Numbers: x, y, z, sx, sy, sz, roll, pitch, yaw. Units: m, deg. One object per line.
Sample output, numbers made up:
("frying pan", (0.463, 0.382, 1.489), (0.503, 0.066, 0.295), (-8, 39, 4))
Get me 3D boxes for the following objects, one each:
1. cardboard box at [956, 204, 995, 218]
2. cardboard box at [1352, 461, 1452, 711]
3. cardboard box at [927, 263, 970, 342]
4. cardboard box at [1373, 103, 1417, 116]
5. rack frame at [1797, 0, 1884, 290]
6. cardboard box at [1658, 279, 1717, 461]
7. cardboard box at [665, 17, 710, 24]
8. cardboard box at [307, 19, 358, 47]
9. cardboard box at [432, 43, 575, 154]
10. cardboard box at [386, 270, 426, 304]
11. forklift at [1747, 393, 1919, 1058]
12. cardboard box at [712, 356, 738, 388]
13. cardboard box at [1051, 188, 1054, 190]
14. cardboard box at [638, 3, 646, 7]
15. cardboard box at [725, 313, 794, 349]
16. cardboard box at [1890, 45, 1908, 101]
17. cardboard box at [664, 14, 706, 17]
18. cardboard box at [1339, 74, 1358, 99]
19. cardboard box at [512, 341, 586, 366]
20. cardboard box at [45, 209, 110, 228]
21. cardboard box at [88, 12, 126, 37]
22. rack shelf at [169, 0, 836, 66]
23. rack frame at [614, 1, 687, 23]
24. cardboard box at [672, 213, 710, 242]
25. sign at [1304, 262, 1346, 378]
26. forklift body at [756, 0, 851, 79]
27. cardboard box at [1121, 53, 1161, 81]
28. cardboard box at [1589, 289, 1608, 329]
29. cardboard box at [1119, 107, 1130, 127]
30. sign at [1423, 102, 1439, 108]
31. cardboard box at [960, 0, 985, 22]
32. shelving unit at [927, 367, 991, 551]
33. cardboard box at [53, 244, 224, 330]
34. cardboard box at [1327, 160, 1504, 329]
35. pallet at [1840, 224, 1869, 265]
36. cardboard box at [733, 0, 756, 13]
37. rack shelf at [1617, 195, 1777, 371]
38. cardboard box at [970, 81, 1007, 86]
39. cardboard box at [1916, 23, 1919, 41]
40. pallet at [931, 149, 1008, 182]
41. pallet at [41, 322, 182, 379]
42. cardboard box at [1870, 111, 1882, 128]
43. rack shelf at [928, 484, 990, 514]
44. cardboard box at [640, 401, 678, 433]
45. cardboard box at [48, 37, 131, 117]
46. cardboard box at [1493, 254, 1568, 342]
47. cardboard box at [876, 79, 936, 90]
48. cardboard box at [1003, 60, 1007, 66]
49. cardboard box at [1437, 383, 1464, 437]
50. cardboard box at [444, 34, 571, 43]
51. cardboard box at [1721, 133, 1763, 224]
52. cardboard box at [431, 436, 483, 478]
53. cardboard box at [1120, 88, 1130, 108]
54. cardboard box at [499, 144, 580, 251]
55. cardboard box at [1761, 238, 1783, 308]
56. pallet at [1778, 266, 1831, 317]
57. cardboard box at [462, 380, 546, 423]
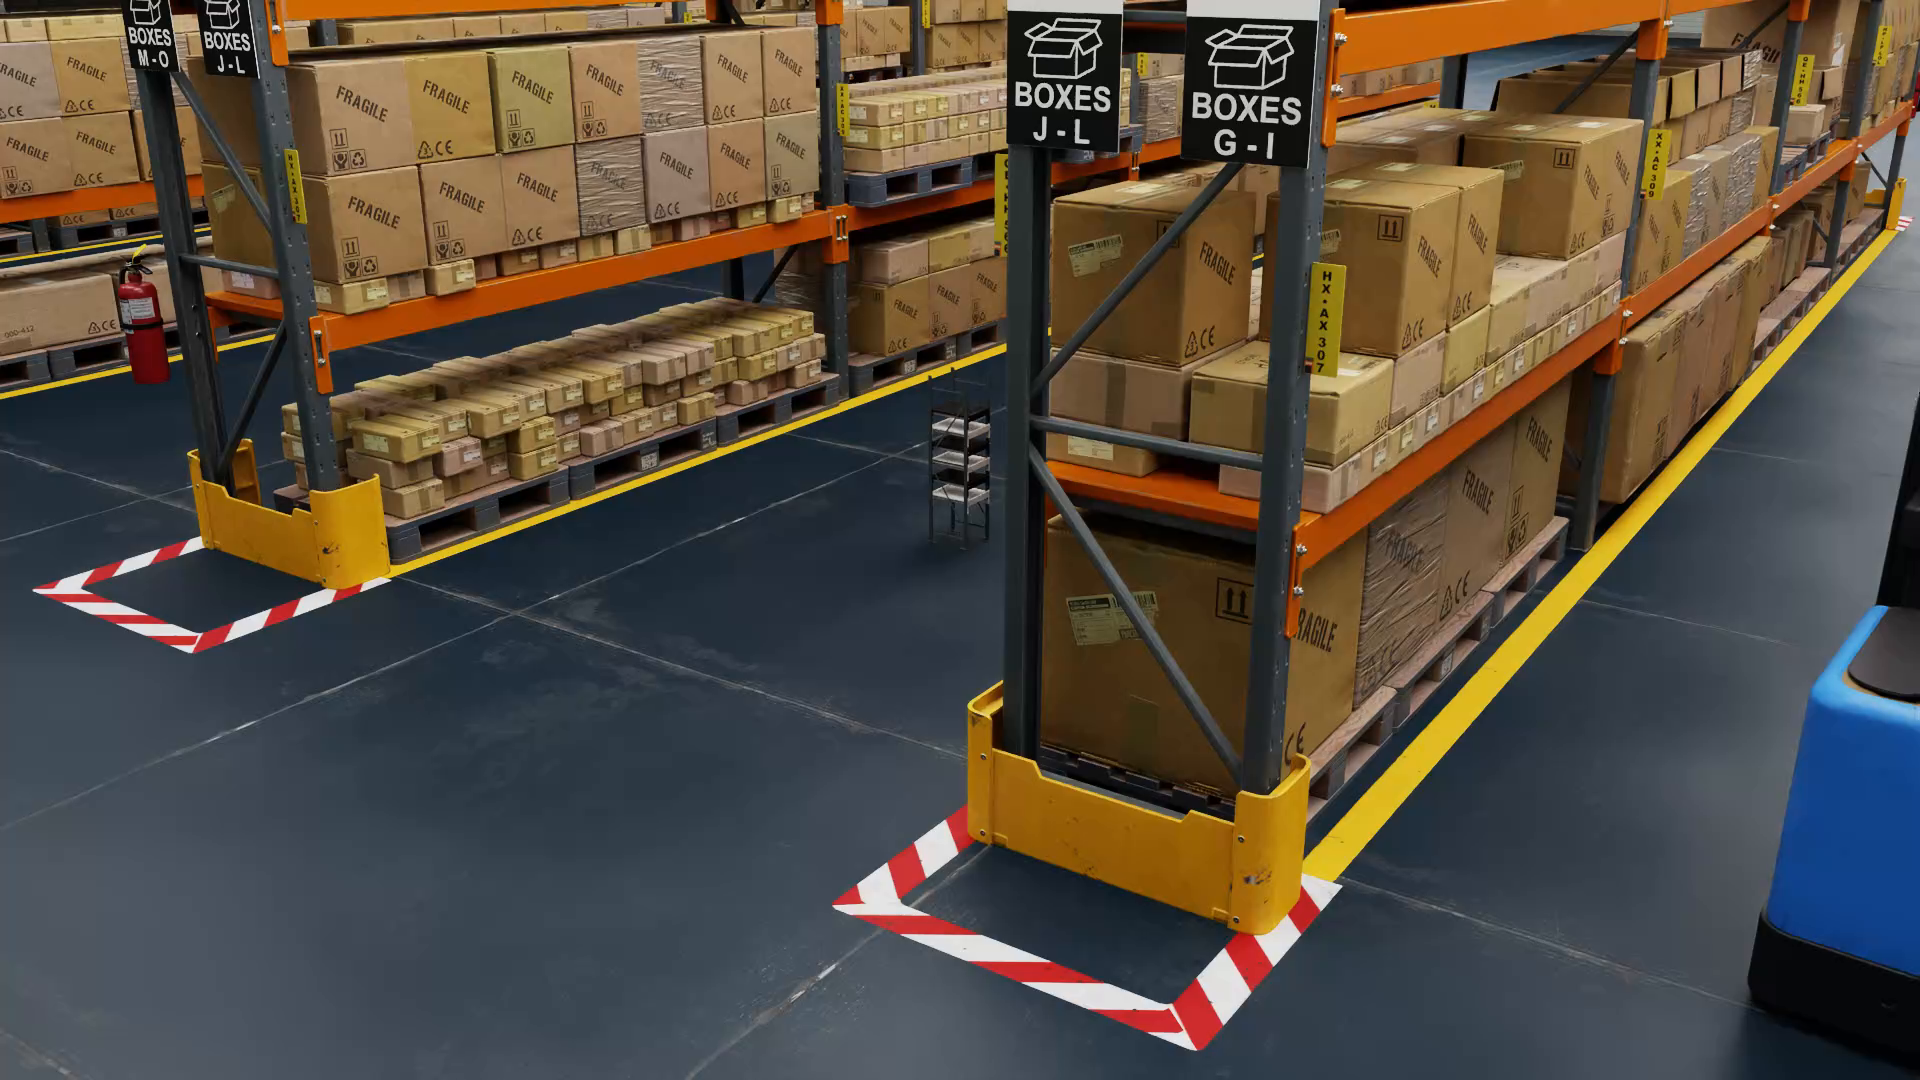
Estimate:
("cardboard box", (0.306, -2.430, 12.927), (0.500, 0.250, 0.500), (14, 24, 33))
("cardboard box", (1.400, 0.040, 6.789), (0.875, 0.875, 0.875), (13, 24, 32))
("cardboard box", (-0.271, -1.780, 12.251), (0.500, 0.500, 0.500), (15, 25, 34))
("cardboard box", (4.724, -4.626, 19.405), (0.875, 0.875, 0.875), (13, 24, 31))
("rack frame", (7.341, -3.742, 14.557), (1.000, 3.000, 0.127), (13, 24, 32))
("cardboard box", (3.688, -1.091, 9.848), (1.225, 0.875, 0.875), (12, 24, 30))
("cardboard box", (-2.659, -4.994, 16.765), (0.500, 0.500, 0.500), (12, 24, 30))
("cardboard box", (-5.309, -4.072, 13.865), (0.500, 0.500, 0.500), (14, 25, 34))
("cardboard box", (-2.389, -2.318, 8.695), (0.500, 0.500, 0.500), (13, 24, 31))
("cardboard box", (-2.888, -1.287, 8.284), (0.380, 0.149, 0.250), (14, 25, 34))
("forklift", (3.657, -0.262, 5.249), (1.130, 2.935, 3.031), (15, 25, 36))
("cardboard box", (-1.616, -1.077, 10.427), (0.380, 0.149, 0.250), (14, 24, 32))
("cardboard box", (0.459, -2.816, 13.971), (0.500, 0.250, 0.500), (12, 23, 29))
("cardboard box", (-4.480, -7.262, 22.565), (0.380, 0.149, 0.250), (14, 24, 33))
("cardboard box", (-1.297, -1.348, 10.731), (0.380, 0.149, 0.250), (14, 24, 32))
("cardboard box", (8.759, -4.622, 16.363), (0.875, 0.500, 0.500), (13, 24, 32))
("cardboard box", (-2.797, -5.245, 17.444), (0.500, 0.500, 0.500), (13, 24, 31))
("cardboard box", (3.783, -5.079, 17.956), (0.875, 0.550, 0.550), (13, 24, 32))
("cardboard box", (-2.466, -1.080, 10.007), (0.380, 0.149, 0.250), (13, 24, 32))
("cardboard box", (-9.002, -3.466, 16.808), (0.500, 0.500, 0.500), (15, 25, 34))
("cardboard box", (-6.033, -3.694, 11.908), (0.380, 0.149, 0.250), (13, 24, 31))
("rack shelf", (-2.326, -2.938, 9.098), (1.077, 0.370, 4.000), (13, 24, 32))
("rack frame", (-3.104, -4.527, 16.679), (1.000, 3.000, 0.127), (13, 24, 32))
("cardboard box", (-1.716, -1.884, 9.897), (0.380, 0.149, 0.250), (12, 23, 30))
("sign", (1.051, -0.632, 4.788), (0.100, 0.325, 0.005), (13, 24, 32))
("forklift body", (-2.271, -6.491, 23.213), (2.313, 2.155, 1.214), (13, 24, 32))
("cardboard box", (1.307, -4.233, 14.300), (0.700, 0.500, 0.500), (13, 24, 32))
("cardboard box", (2.798, -1.103, 7.786), (0.380, 0.149, 0.250), (14, 24, 33))
("cardboard box", (1.150, -3.438, 13.494), (0.380, 0.149, 0.250), (14, 24, 33))
("sign", (2.389, -2.055, 8.443), (0.100, 0.325, 0.005), (13, 24, 32))
("cardboard box", (-0.123, -6.556, 20.151), (0.700, 0.500, 0.500), (13, 24, 32))
("shelving unit", (-0.005, -0.420, 8.603), (0.258, 0.900, 0.210), (13, 24, 32))
("cardboard box", (-6.297, -1.958, 12.823), (0.875, 0.438, 0.875), (12, 24, 30))
("cardboard box", (1.655, -1.098, 6.116), (0.500, 0.500, 0.500), (13, 24, 30))
("pallet", (8.374, -2.985, 16.531), (1.003, 0.211, 1.213), (13, 24, 32))
("cardboard box", (-2.418, -5.739, 17.843), (0.380, 0.149, 0.250), (12, 23, 29))
("rack shelf", (3.968, -1.683, 10.028), (1.077, 0.370, 4.000), (13, 24, 32))
("cardboard box", (0.275, -3.274, 12.190), (0.380, 0.149, 0.250), (14, 25, 33))
("cardboard box", (9.484, -5.339, 16.861), (0.500, 0.500, 0.500), (13, 24, 32))
("pallet", (-0.032, -2.925, 12.624), (1.003, 0.211, 1.213), (13, 24, 32))
("pallet", (-6.530, -1.517, 12.562), (1.003, 0.211, 1.213), (13, 24, 32))
("cardboard box", (8.286, -3.911, 15.376), (0.380, 0.149, 0.250), (13, 24, 32))
("rack shelf", (-0.005, -0.220, 8.677), (0.258, 0.077, 0.200), (13, 24, 32))
("cardboard box", (-1.924, -0.765, 10.013), (0.380, 0.149, 0.250), (14, 24, 33))
("cardboard box", (-6.248, -3.272, 11.701), (0.500, 0.500, 0.500), (13, 24, 32))
("cardboard box", (2.237, -1.042, 7.047), (0.500, 0.250, 0.500), (14, 24, 33))
("cardboard box", (-0.404, -3.328, 12.338), (0.380, 0.149, 0.250), (12, 23, 29))
("cardboard box", (0.432, -6.028, 21.098), (0.380, 0.149, 0.250), (13, 24, 32))
("cardboard box", (1.643, -0.514, 6.192), (0.380, 0.149, 0.250), (13, 24, 31))
("cardboard box", (-2.534, -2.579, 9.399), (0.500, 0.500, 0.500), (12, 24, 30))
("cardboard box", (4.735, -2.309, 10.540), (0.500, 0.500, 0.500), (13, 24, 31))
("cardboard box", (-2.743, -0.462, 8.766), (0.380, 0.149, 0.250), (13, 24, 32))
("cardboard box", (1.146, -3.579, 13.444), (0.380, 0.149, 0.250), (14, 24, 33))
("cardboard box", (-2.404, -1.853, 8.878), (0.500, 0.500, 0.500), (14, 24, 33))
("cardboard box", (6.066, -2.150, 13.223), (0.700, 0.500, 0.500), (16, 25, 36))
("pallet", (6.904, -2.210, 14.436), (1.003, 0.211, 1.213), (13, 24, 32))
("cardboard box", (-2.501, -0.755, 9.130), (0.380, 0.149, 0.250), (12, 23, 29))
